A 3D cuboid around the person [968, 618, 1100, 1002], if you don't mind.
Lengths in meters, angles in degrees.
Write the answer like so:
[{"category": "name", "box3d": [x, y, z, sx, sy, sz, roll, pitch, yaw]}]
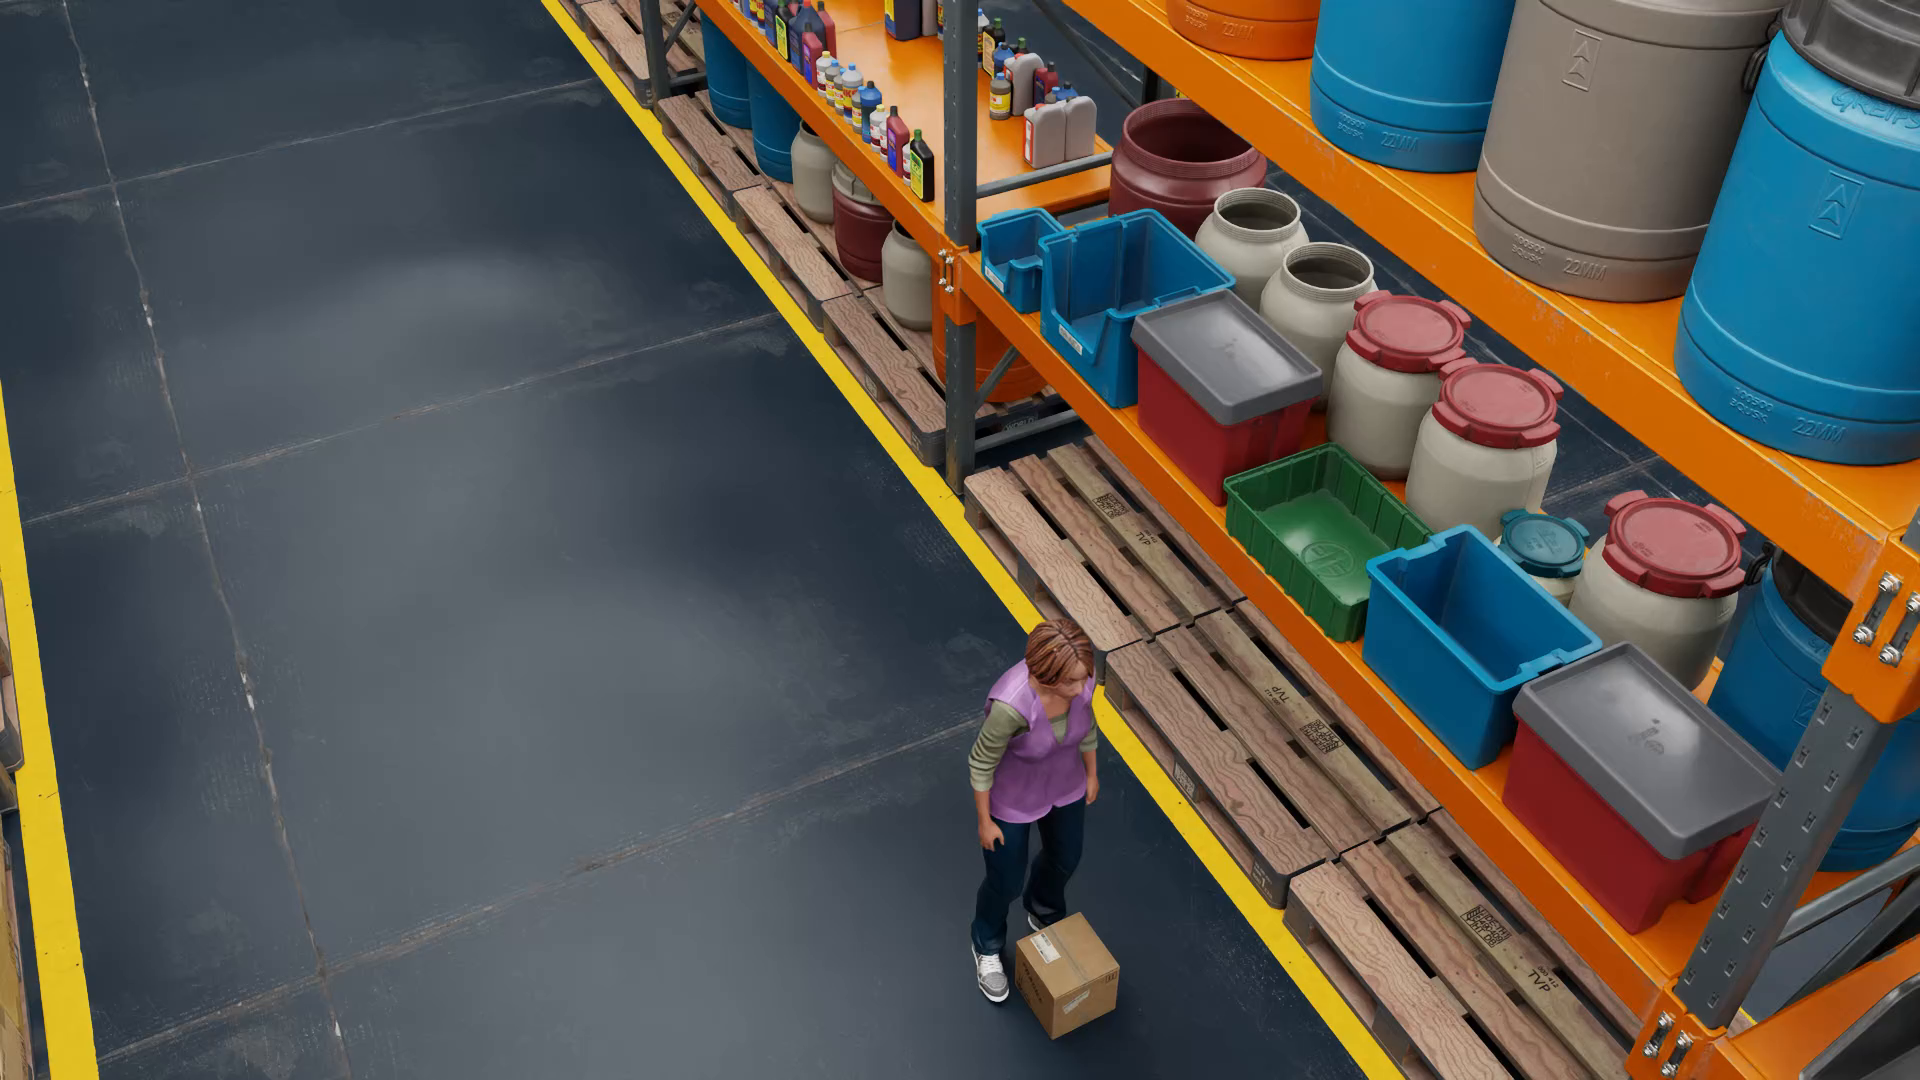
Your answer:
[{"category": "person", "box3d": [0.237, 0.815, 5.258, 0.477, 1.591, 0.345, -22, 46, -22]}]
